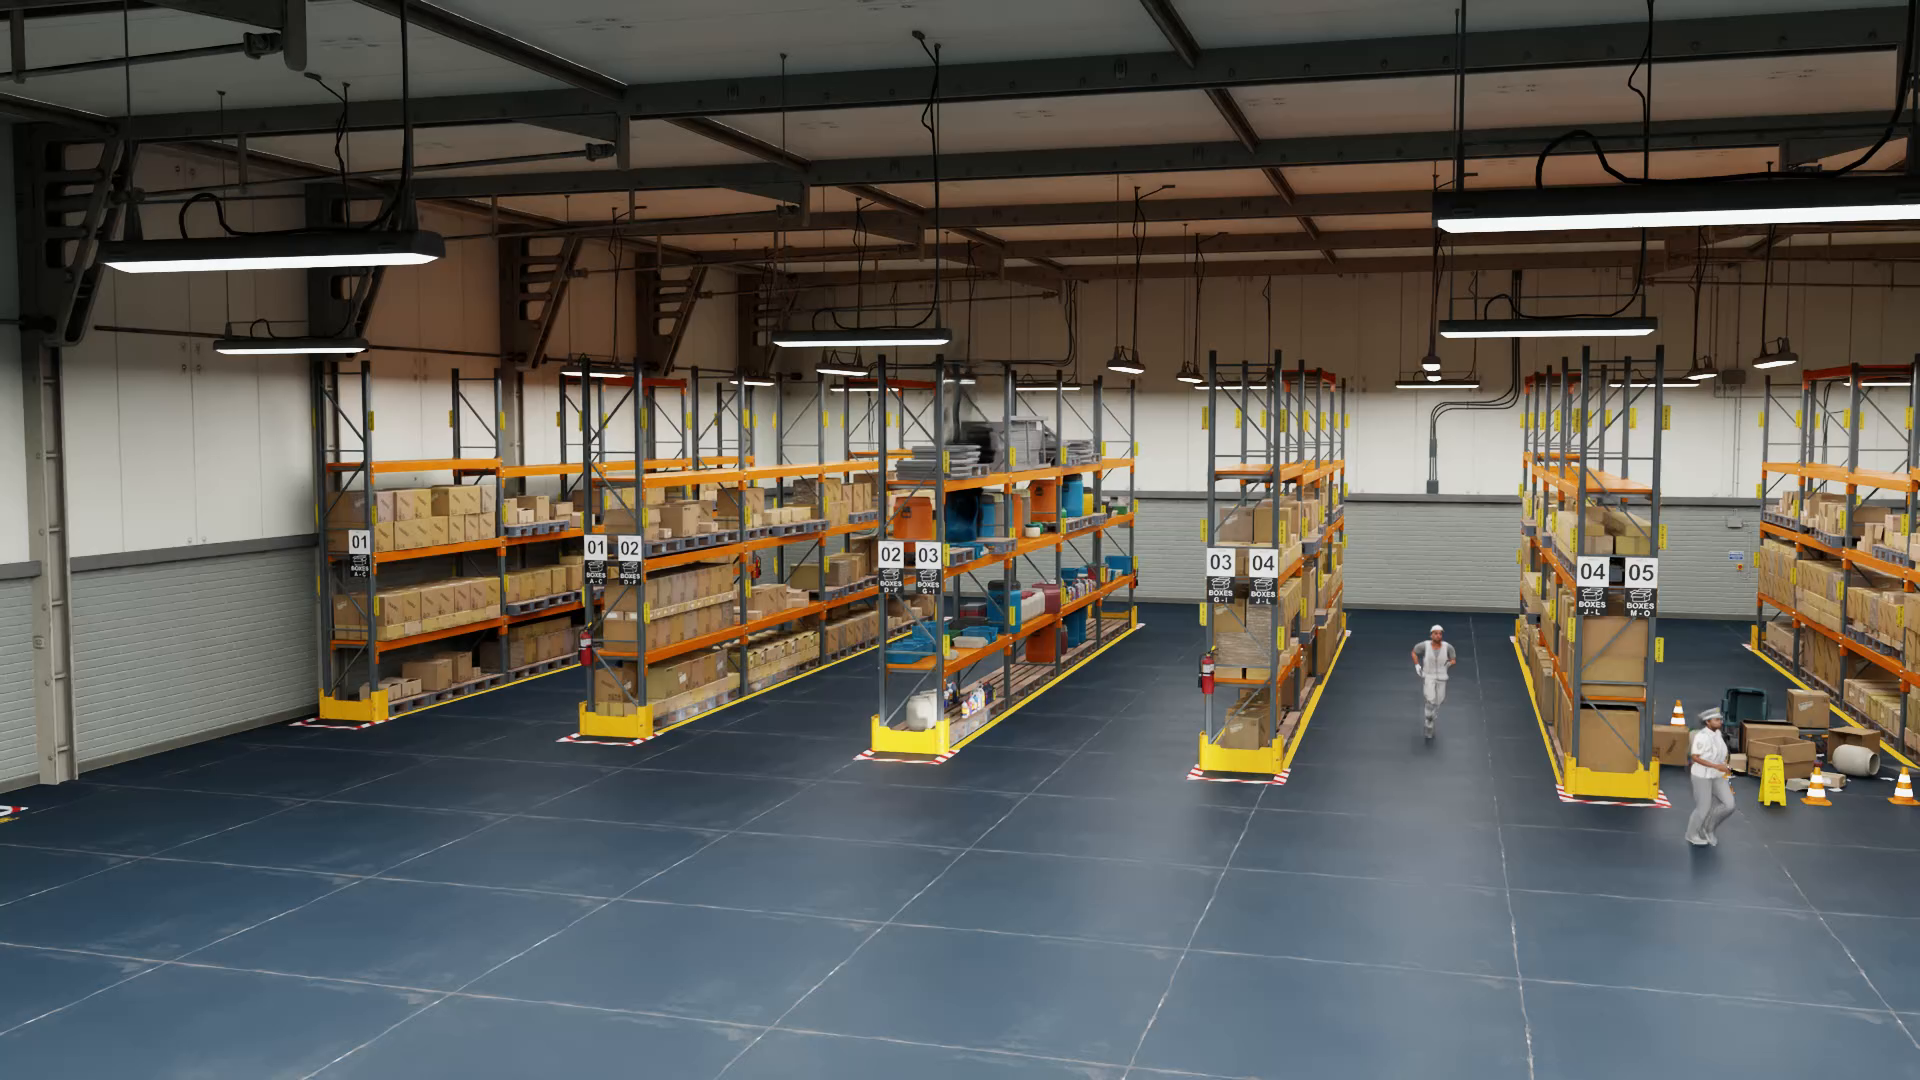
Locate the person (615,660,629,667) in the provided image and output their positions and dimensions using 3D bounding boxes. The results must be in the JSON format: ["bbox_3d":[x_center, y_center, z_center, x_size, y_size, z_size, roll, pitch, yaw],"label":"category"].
[{"bbox_3d":[-6.409,1.932,31.628,0.539,1.613,0.871,0,4,0],"label":"person"}]

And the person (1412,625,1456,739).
[{"bbox_3d":[7.536,2.238,26.385,0.634,1.811,0.802,0,4,0],"label":"person"}]

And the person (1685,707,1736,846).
[{"bbox_3d":[8.796,2.782,19.462,0.577,1.665,0.631,-2,5,-28],"label":"person"}]
